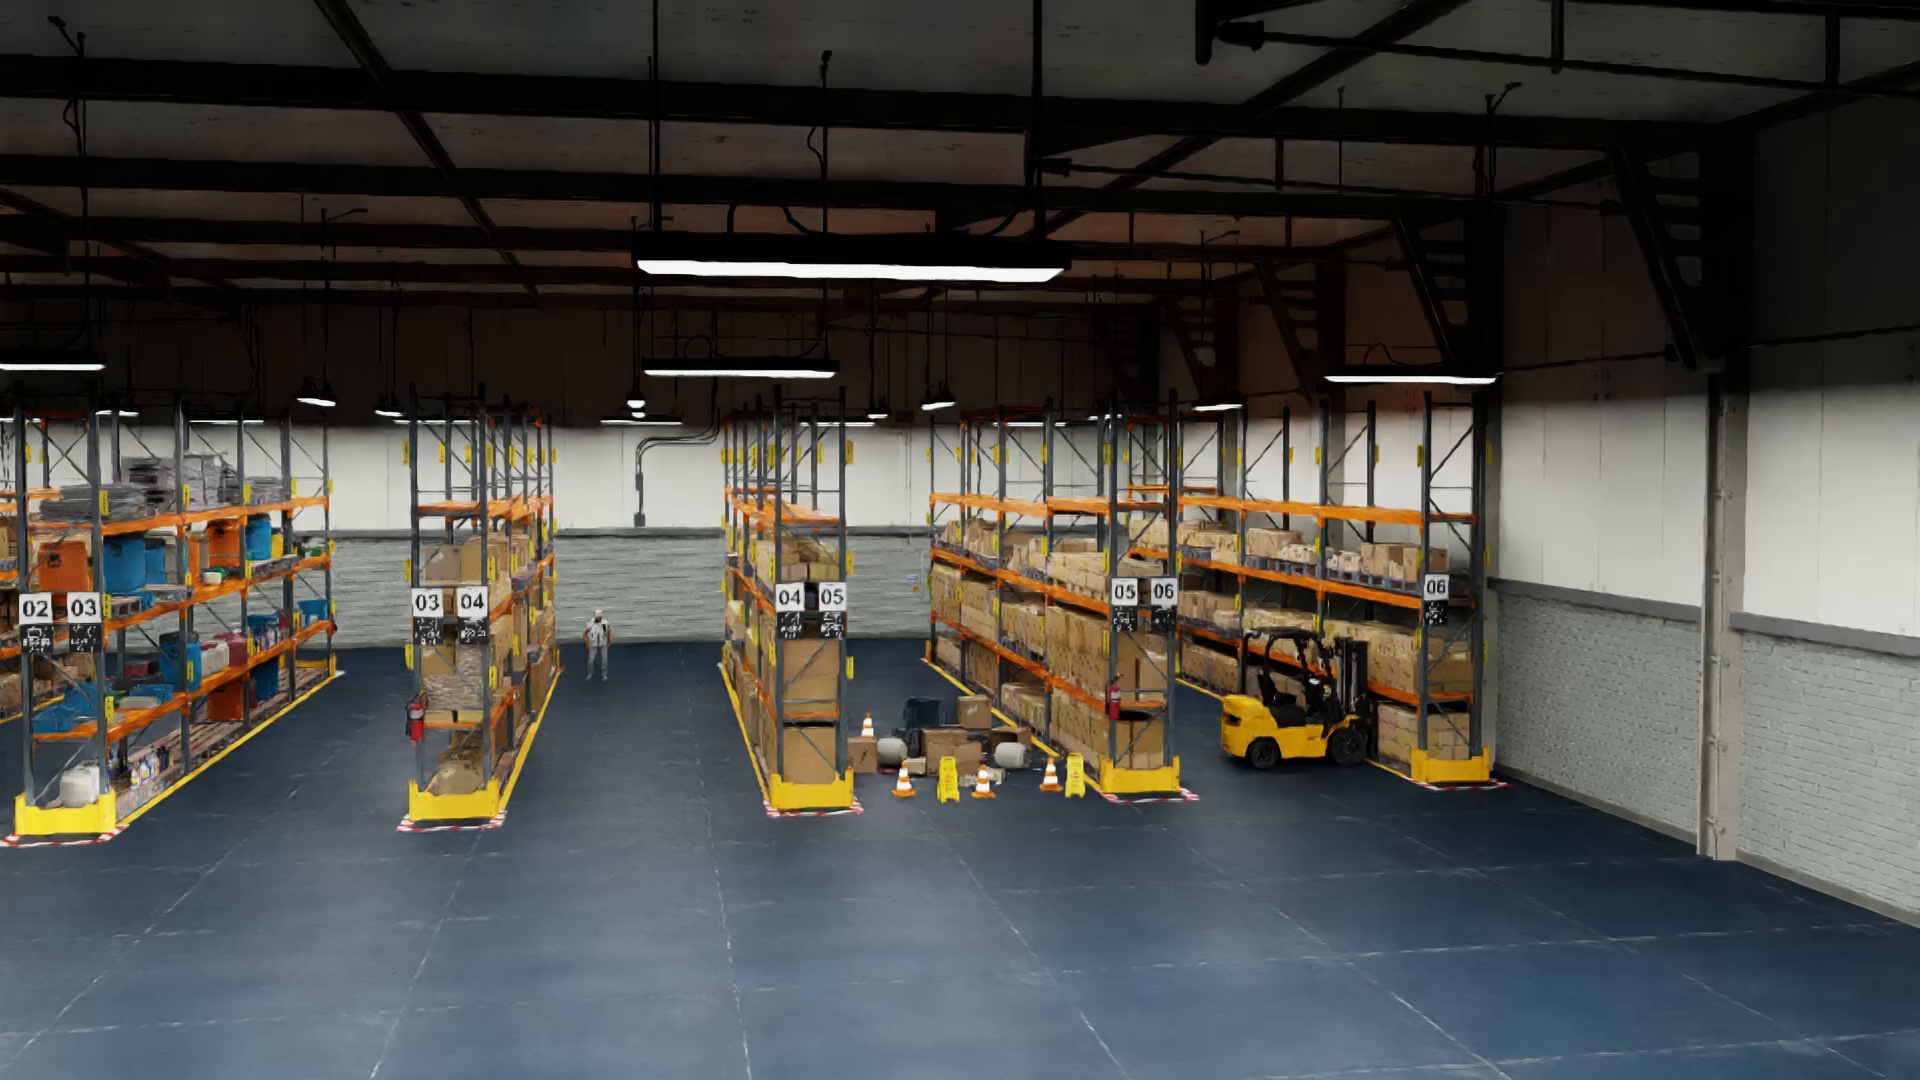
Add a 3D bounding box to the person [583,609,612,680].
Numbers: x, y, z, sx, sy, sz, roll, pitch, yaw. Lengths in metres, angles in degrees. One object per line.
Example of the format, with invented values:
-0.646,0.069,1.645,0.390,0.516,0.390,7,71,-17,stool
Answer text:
-8.061,2.330,37.022,0.625,1.611,0.582,-1,3,-13,person
